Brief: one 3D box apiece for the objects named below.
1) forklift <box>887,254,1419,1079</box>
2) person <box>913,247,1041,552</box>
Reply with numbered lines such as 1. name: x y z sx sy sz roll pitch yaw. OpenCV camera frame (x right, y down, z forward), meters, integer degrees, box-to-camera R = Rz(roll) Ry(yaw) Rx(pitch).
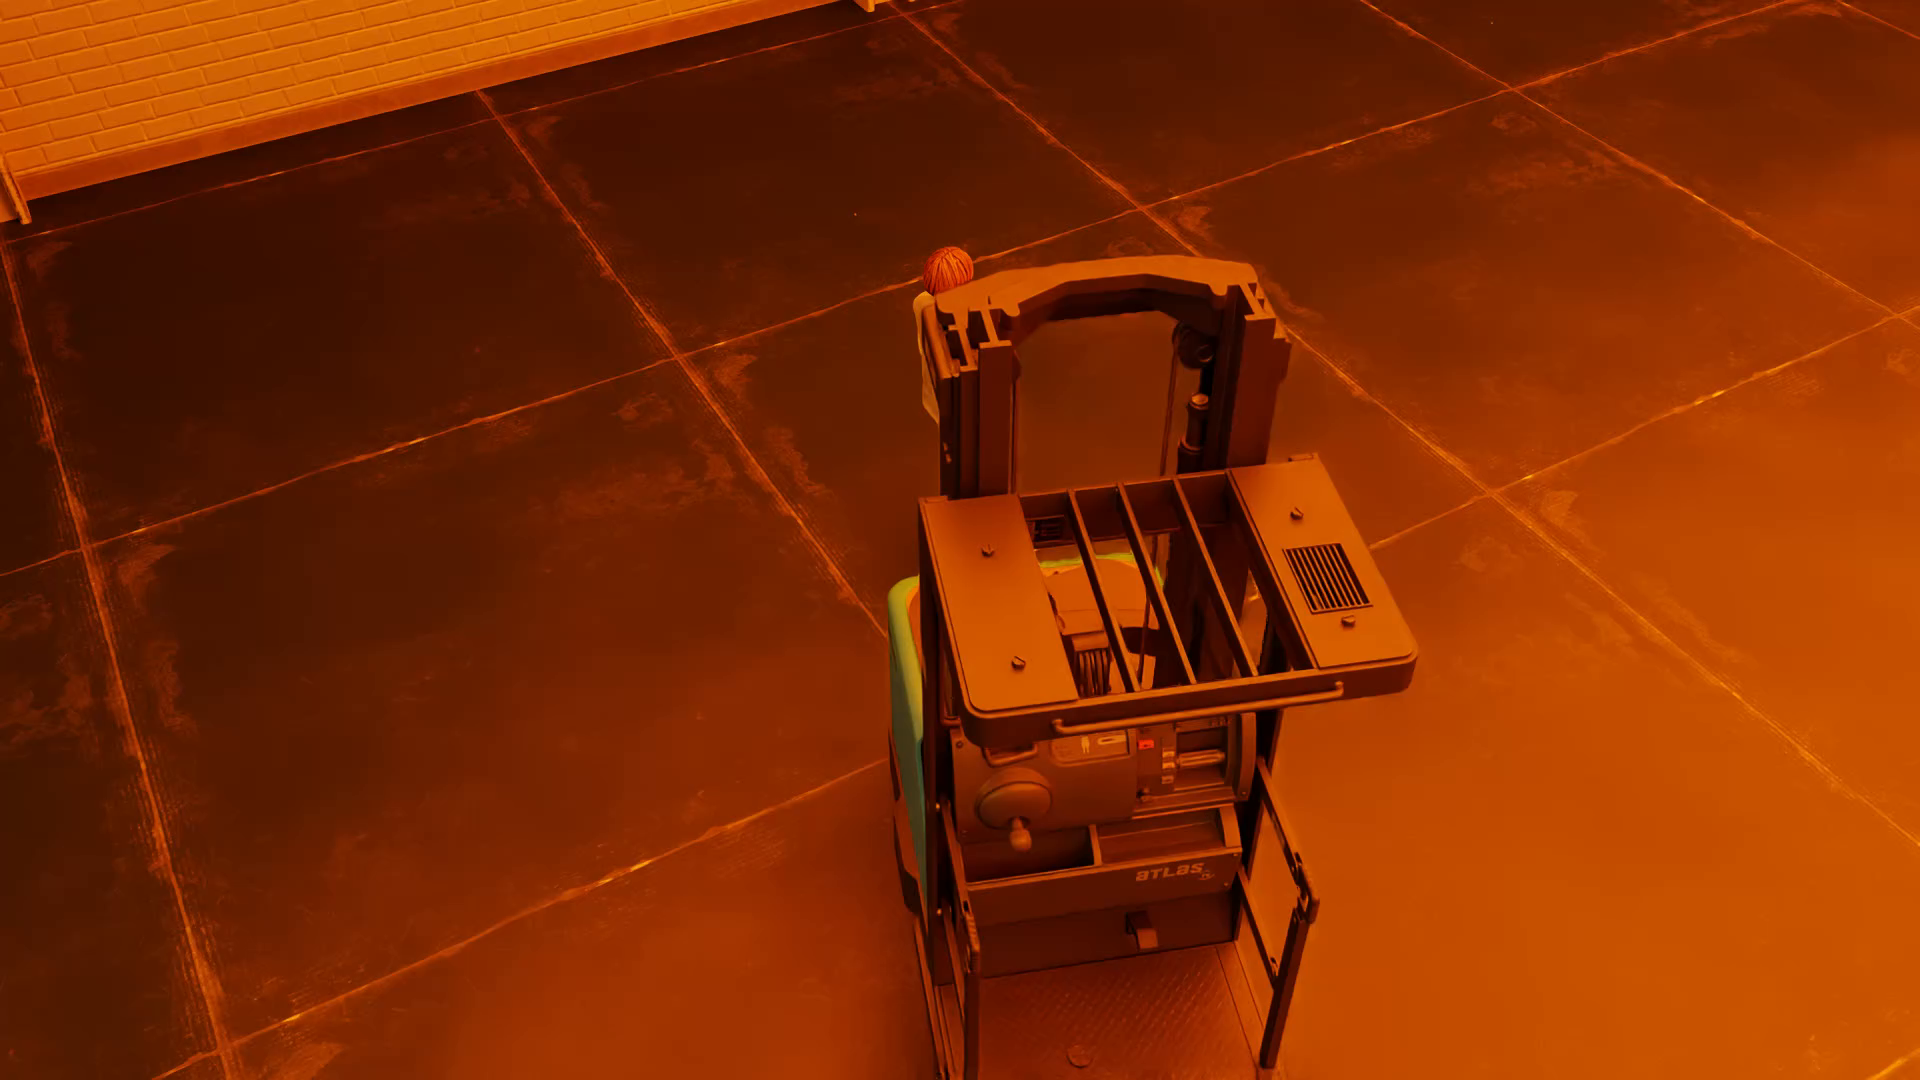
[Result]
1. forklift: 0.476 0.786 4.850 1.130 2.935 3.031 -7 43 -7
2. person: 0.071 -0.607 7.323 0.475 1.597 0.520 -21 47 -21
